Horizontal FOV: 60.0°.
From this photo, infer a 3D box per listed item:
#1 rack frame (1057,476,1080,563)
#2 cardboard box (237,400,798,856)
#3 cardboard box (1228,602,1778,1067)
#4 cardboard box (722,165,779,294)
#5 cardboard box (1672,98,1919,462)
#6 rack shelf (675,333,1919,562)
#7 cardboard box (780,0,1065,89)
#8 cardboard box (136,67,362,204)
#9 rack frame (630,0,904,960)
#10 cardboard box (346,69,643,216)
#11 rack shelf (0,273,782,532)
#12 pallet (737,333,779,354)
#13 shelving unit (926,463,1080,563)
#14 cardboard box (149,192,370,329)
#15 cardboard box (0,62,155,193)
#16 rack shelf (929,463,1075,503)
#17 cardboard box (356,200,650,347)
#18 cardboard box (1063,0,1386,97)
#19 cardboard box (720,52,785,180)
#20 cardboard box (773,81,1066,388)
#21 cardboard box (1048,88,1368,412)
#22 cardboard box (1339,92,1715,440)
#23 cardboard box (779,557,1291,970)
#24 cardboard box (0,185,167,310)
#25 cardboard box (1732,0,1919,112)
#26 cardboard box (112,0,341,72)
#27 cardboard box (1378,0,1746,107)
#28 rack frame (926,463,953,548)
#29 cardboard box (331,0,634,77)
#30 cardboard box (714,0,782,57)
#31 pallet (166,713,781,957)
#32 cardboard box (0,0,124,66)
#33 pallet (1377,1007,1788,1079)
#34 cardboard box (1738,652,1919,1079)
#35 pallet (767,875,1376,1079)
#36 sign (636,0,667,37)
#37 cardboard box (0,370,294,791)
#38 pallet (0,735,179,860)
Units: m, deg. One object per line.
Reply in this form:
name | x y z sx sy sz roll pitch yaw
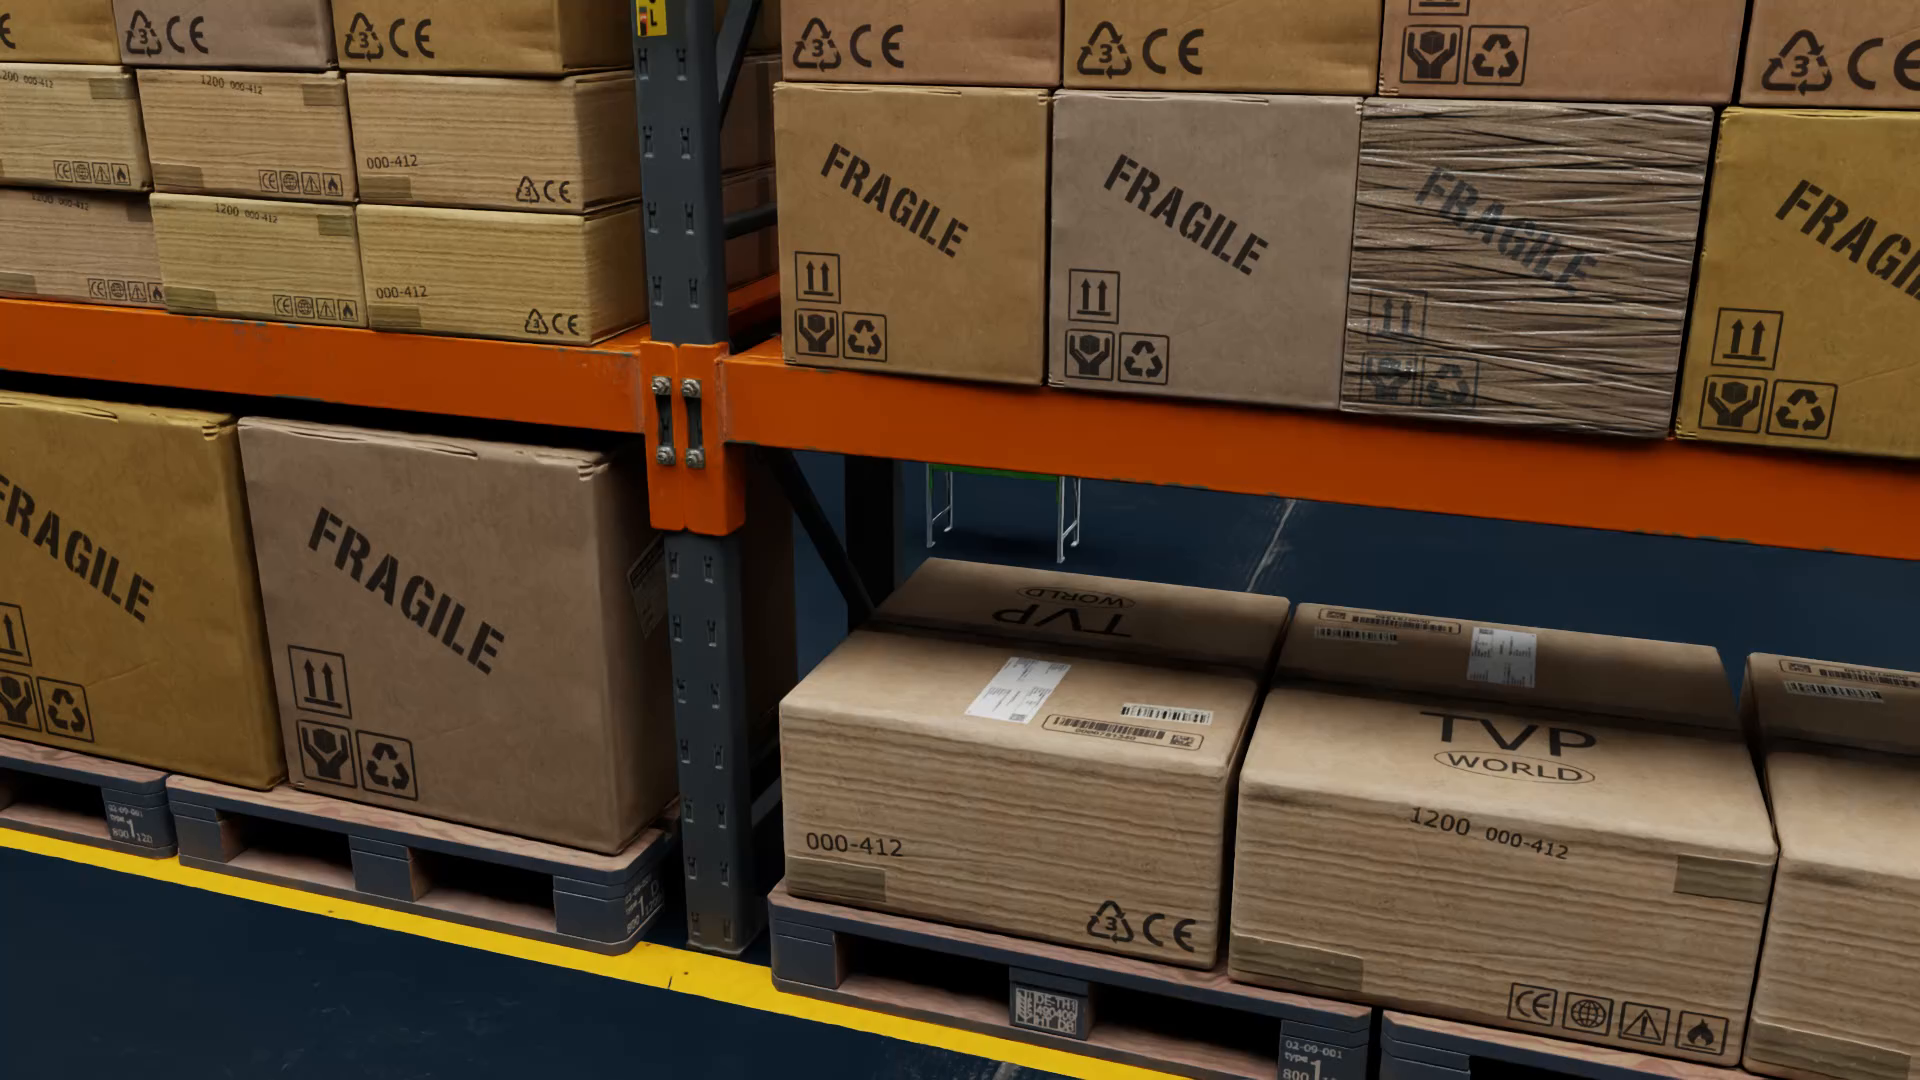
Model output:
rack frame | 0.387 -0.522 5.752 0.015 1.200 0.240 7 20 18
cardboard box | -0.974 0.074 3.896 0.875 0.875 0.875 7 20 20
cardboard box | 1.042 0.521 3.280 0.875 0.438 0.875 6 20 16
cardboard box | -0.691 -0.747 3.891 0.500 0.250 0.500 6 20 17
cardboard box | 1.424 -0.437 2.620 0.500 0.500 0.500 7 20 20
rack shelf | 1.527 -0.133 2.993 4.000 0.370 1.077 7 20 18
cardboard box | 0.008 -1.081 2.950 0.500 0.500 0.500 7 20 18
cardboard box | -1.333 -0.877 3.505 0.500 0.250 0.500 7 20 19
rack frame | -0.362 -0.688 3.494 0.127 3.000 1.000 7 20 18
cardboard box | -0.858 -0.826 3.356 0.500 0.250 0.500 7 20 18
rack shelf | -2.251 -0.565 4.232 4.000 0.370 1.077 7 20 18
pallet | -0.725 -1.137 9.016 1.213 0.211 1.003 7 20 18
shelving unit | 0.156 -0.549 5.827 0.503 1.200 0.258 7 20 18
cardboard box | -1.349 -0.643 3.592 0.500 0.250 0.500 6 20 17
cardboard box | -1.824 -0.932 3.660 0.500 0.250 0.500 7 20 19
rack shelf | 0.156 -0.262 5.927 0.480 0.148 0.258 7 20 18
cardboard box | -0.868 -0.588 3.433 0.500 0.250 0.500 6 20 17
cardboard box | 0.483 -1.025 2.787 0.500 0.500 0.500 6 20 17
cardboard box | -0.685 -0.989 3.824 0.500 0.250 0.500 6 20 16
cardboard box | -0.005 -0.604 3.099 0.500 0.500 0.500 7 20 20
cardboard box | 0.469 -0.548 2.939 0.500 0.500 0.500 7 20 18
cardboard box | 0.937 -0.492 2.779 0.500 0.500 0.500 7 20 18
cardboard box | 0.196 0.424 3.556 0.875 0.438 0.875 6 20 17
cardboard box | -1.820 -0.704 3.765 0.500 0.250 0.500 6 20 17
cardboard box | 1.439 -0.910 2.460 0.500 0.500 0.500 6 20 18
cardboard box | -1.358 -1.232 3.381 0.500 0.500 0.500 7 20 19
cardboard box | 0.964 -0.966 2.619 0.500 0.500 0.500 7 20 19
rack frame | -0.074 -0.575 5.903 0.015 1.200 0.240 7 20 18
cardboard box | -0.866 -1.178 3.228 0.500 0.500 0.500 7 20 20
cardboard box | -0.683 -1.345 3.706 0.500 0.500 0.500 7 20 19
pallet | -1.116 0.568 4.125 1.213 0.211 1.003 7 20 18
cardboard box | -1.830 -1.292 3.556 0.500 0.500 0.500 7 20 20
pallet | 1.487 0.866 3.271 1.213 0.211 1.003 7 20 18
cardboard box | 1.893 0.619 2.999 0.875 0.438 0.875 7 20 20
pallet | 0.331 0.735 3.648 1.213 0.211 1.003 7 20 18
sign | -0.531 -1.028 2.830 0.005 0.325 0.100 7 20 18
cardboard box | -1.830 -0.021 4.169 0.875 0.875 0.875 7 20 20
pallet | -2.272 0.437 4.501 1.213 0.211 1.003 7 20 18
